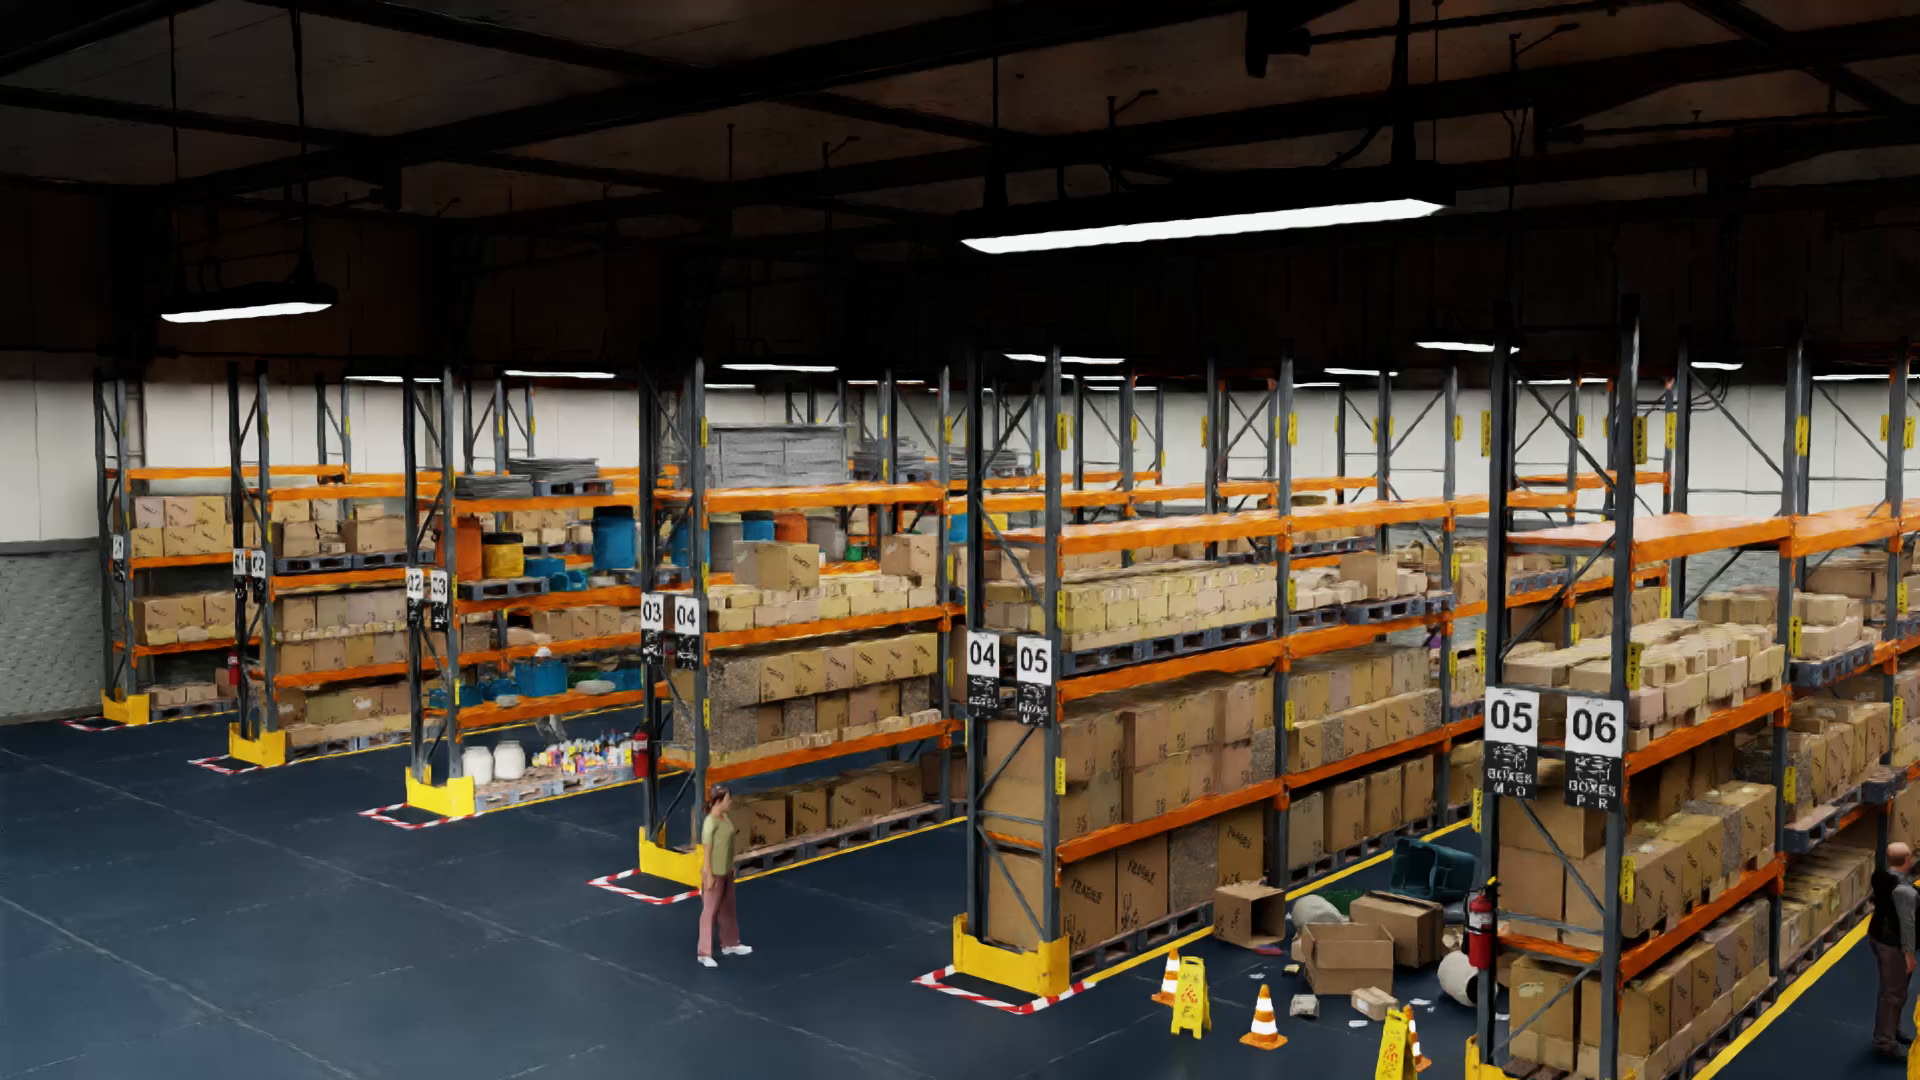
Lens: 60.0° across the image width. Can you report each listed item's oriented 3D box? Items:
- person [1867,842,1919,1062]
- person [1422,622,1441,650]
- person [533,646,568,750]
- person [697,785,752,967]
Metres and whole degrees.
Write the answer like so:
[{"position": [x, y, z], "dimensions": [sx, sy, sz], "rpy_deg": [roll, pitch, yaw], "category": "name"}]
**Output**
[{"position": [7.630, 3.298, 13.479], "dimensions": [0.450, 1.727, 0.584], "rpy_deg": [1, 4, 10], "category": "person"}, {"position": [8.292, 2.206, 29.229], "dimensions": [0.536, 1.588, 0.532], "rpy_deg": [-2, 5, -22], "category": "person"}, {"position": [-6.232, 2.456, 25.298], "dimensions": [0.719, 1.714, 0.578], "rpy_deg": [3, 5, 39], "category": "person"}, {"position": [-2.247, 3.153, 15.751], "dimensions": [0.454, 1.679, 0.539], "rpy_deg": [1, 4, 14], "category": "person"}]
